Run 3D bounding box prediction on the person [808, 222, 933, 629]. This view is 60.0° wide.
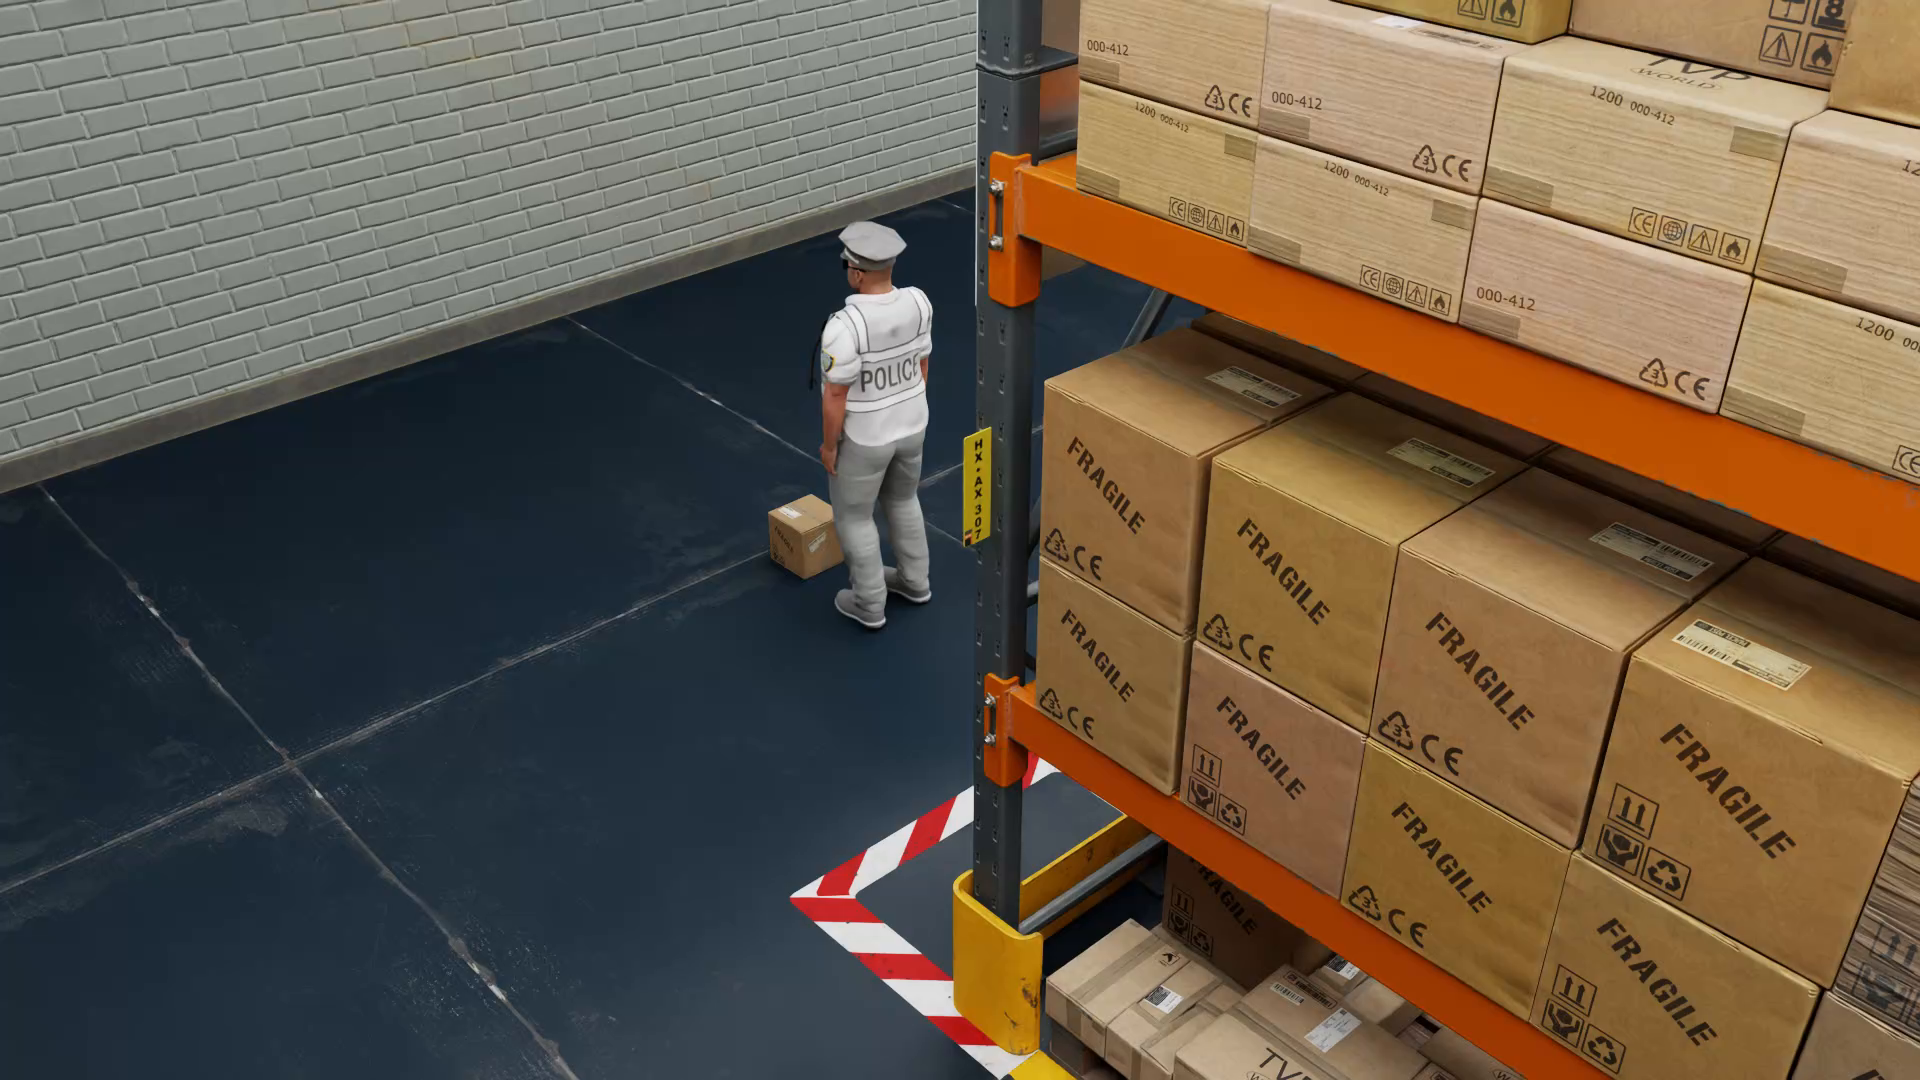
[{"bbox_3d":[-0.365,-0.462,6.883,0.526,1.765,0.393,-25,39,-34],"label":"person"}]
